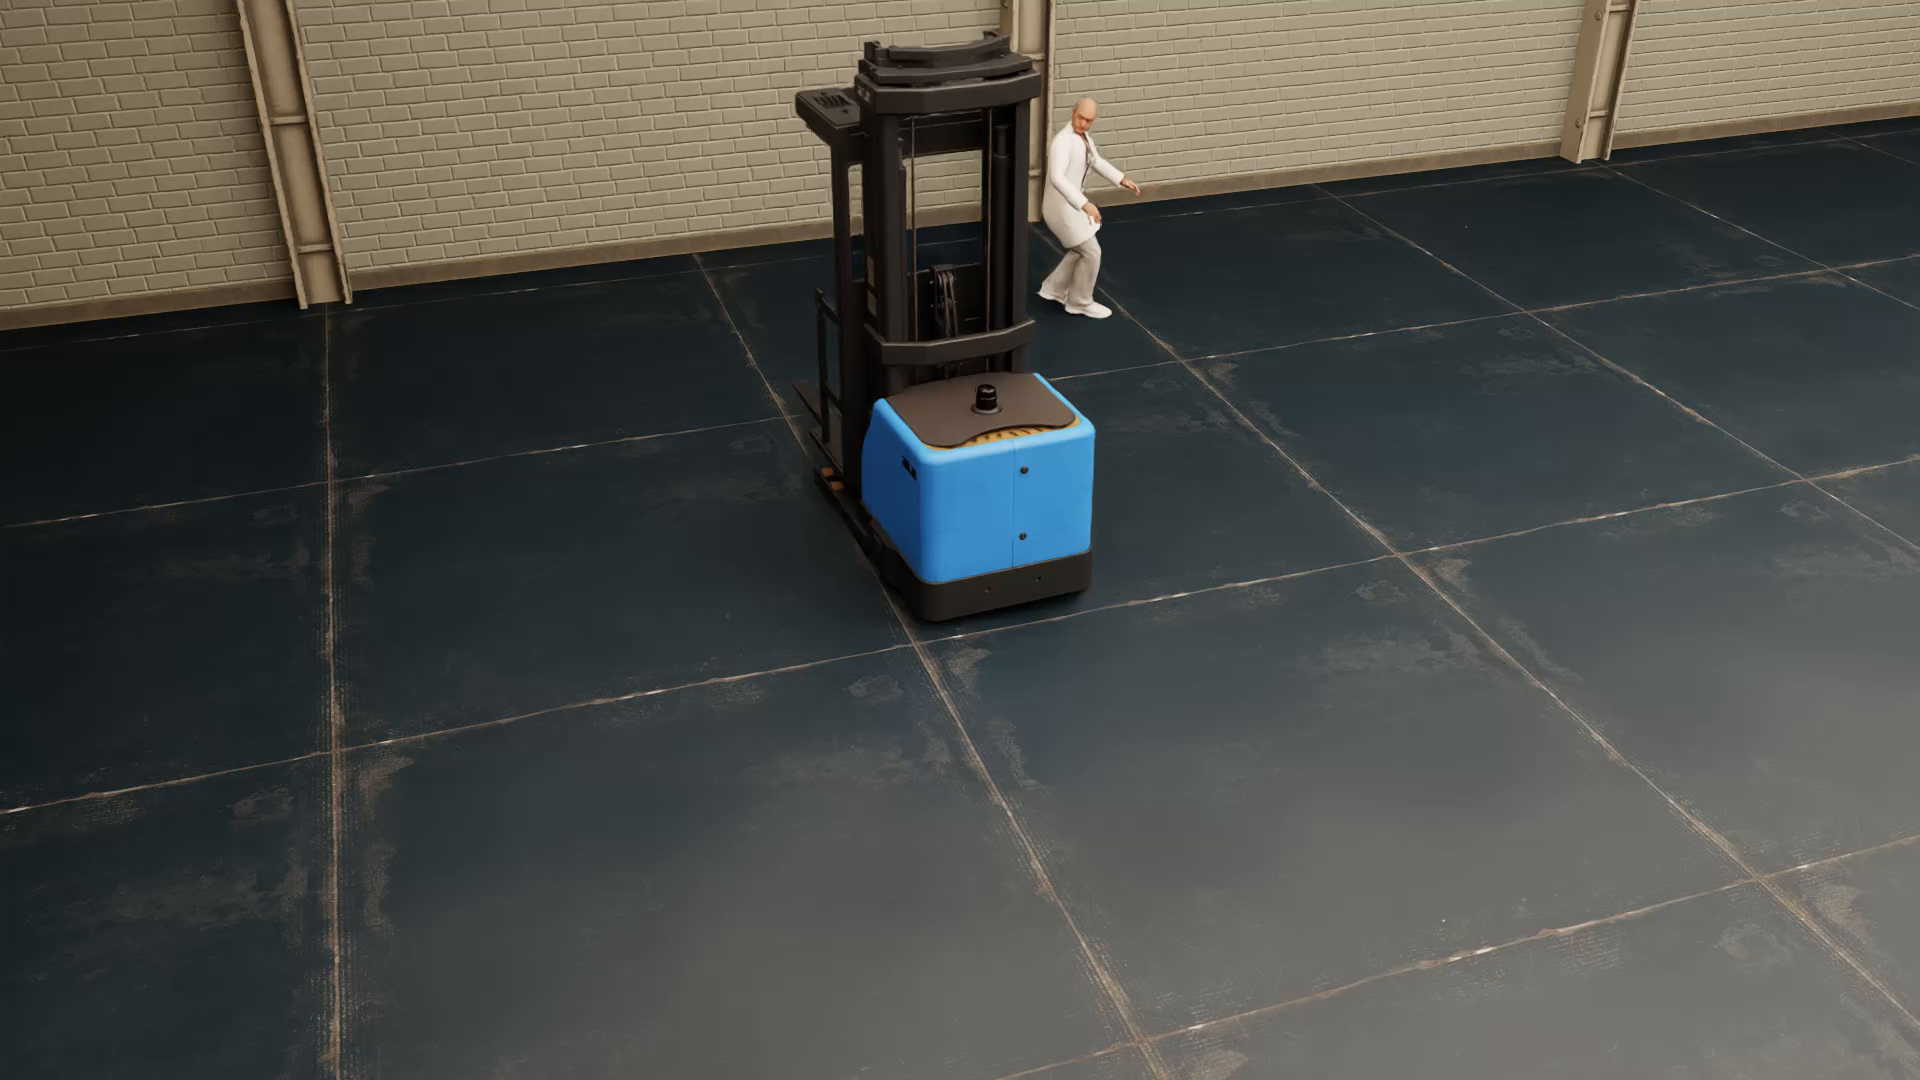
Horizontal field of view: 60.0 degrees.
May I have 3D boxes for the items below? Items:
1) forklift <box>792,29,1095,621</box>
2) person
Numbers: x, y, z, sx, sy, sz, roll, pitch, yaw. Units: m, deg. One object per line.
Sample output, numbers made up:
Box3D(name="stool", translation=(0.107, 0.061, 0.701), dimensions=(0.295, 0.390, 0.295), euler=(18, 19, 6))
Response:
Box3D(name="forklift", translation=(-0.277, -1.545, 9.771), dimensions=(1.130, 2.935, 3.031), euler=(-11, 32, -19))
Box3D(name="person", translation=(0.984, -2.528, 12.747), dimensions=(0.759, 1.701, 0.863), euler=(4, 30, 7))
